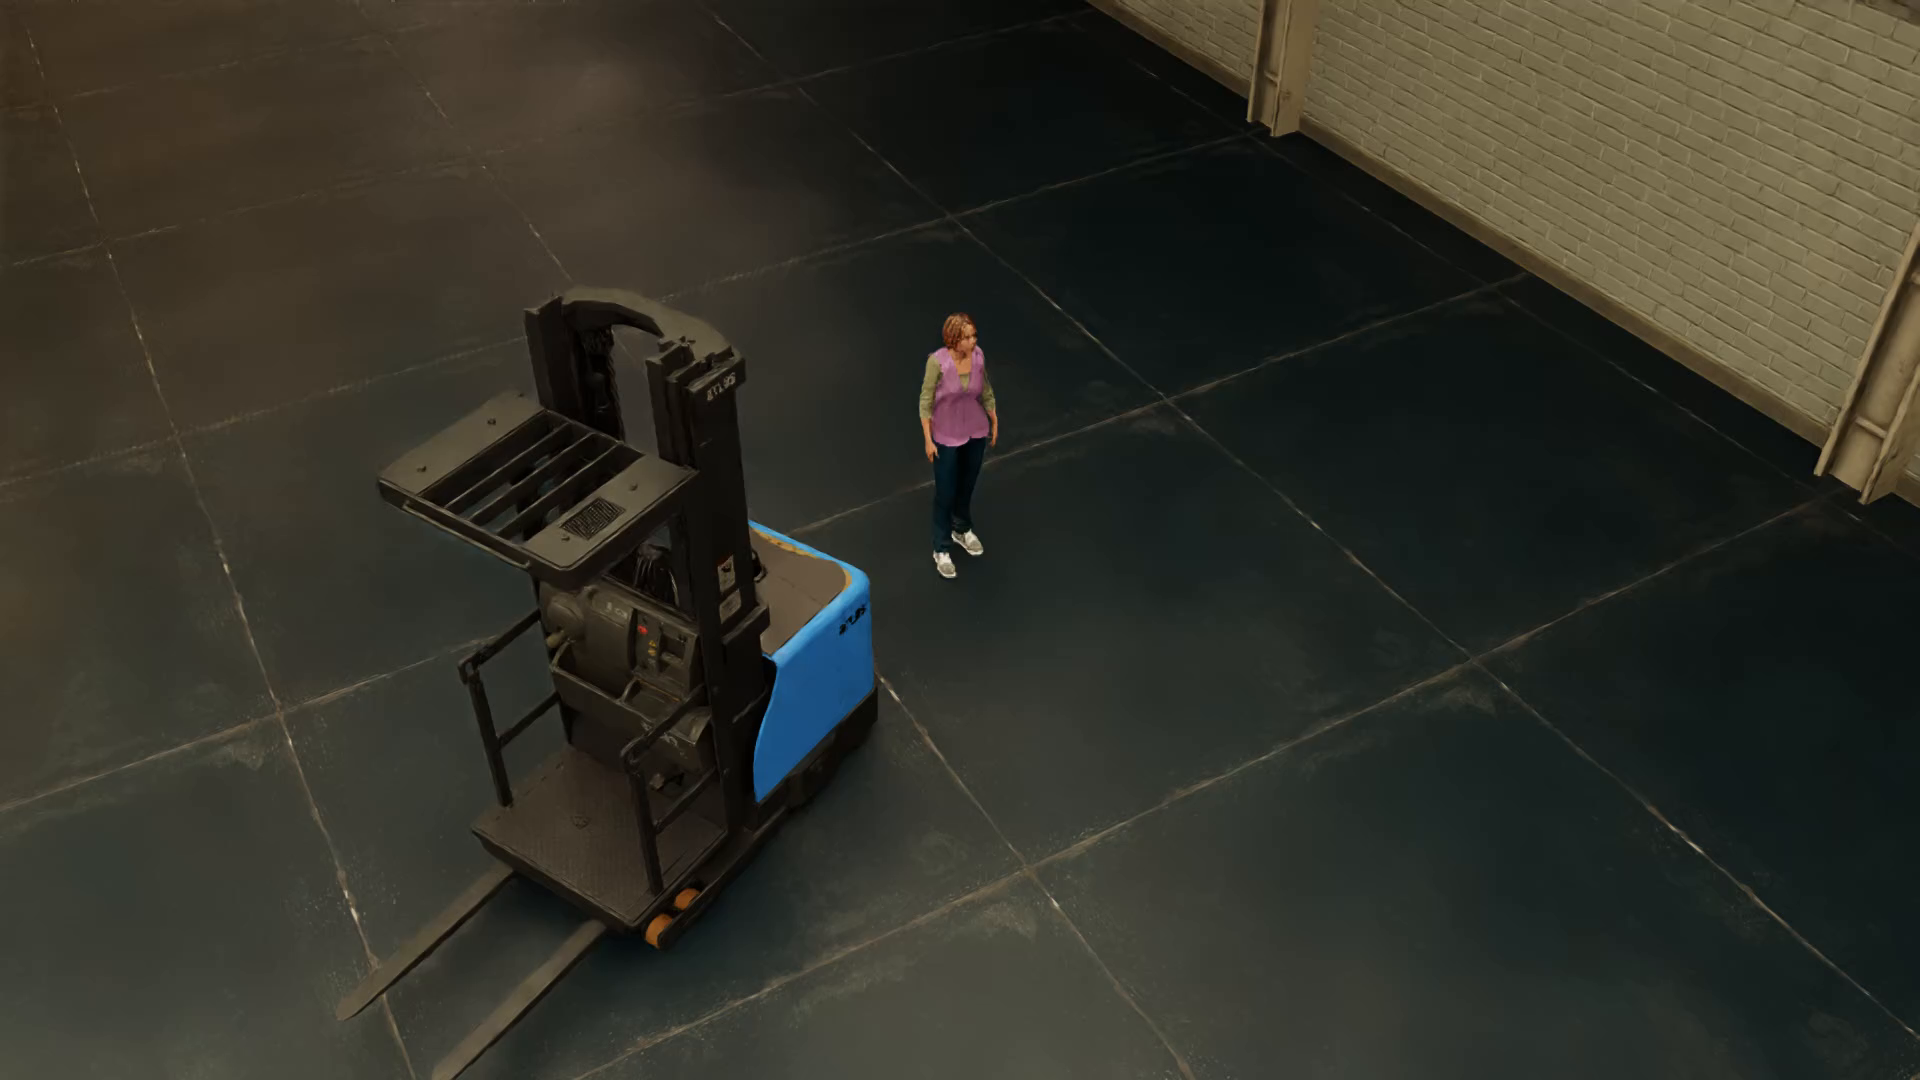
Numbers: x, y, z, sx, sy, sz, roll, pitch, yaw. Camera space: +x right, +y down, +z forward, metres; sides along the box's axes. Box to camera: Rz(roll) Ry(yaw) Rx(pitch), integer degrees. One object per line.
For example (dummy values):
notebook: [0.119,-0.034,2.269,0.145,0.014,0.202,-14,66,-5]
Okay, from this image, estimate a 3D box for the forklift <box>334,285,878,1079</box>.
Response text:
forklift: [-1.681,0.479,7.459,1.130,2.935,3.031,23,45,25]

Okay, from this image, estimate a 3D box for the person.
person: [0.025,-0.575,9.763,0.520,1.597,0.474,-20,44,-23]
